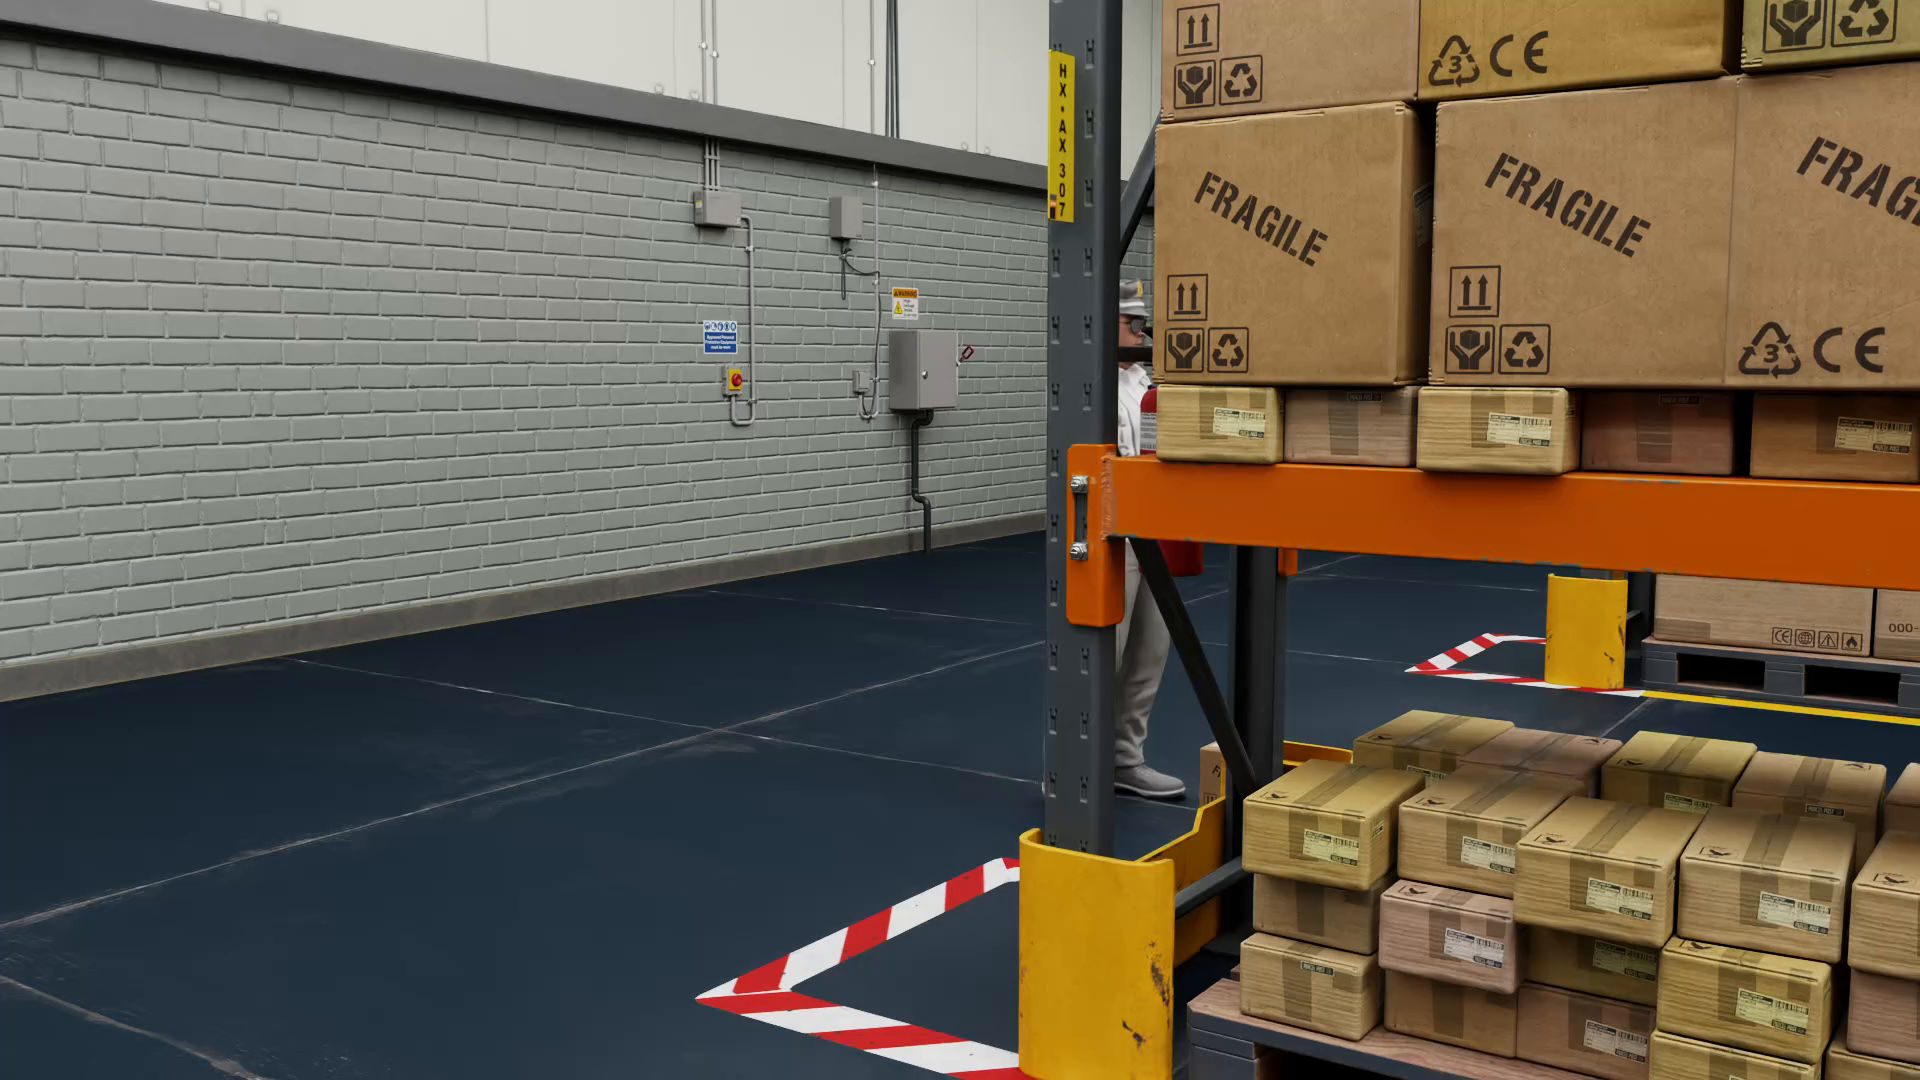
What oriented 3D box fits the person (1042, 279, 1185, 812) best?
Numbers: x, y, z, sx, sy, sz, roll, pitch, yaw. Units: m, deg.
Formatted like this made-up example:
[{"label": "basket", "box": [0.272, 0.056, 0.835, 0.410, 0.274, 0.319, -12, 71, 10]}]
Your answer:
[{"label": "person", "box": [0.545, 0.035, 5.621, 0.390, 1.815, 0.530, 4, 8, 35]}]
